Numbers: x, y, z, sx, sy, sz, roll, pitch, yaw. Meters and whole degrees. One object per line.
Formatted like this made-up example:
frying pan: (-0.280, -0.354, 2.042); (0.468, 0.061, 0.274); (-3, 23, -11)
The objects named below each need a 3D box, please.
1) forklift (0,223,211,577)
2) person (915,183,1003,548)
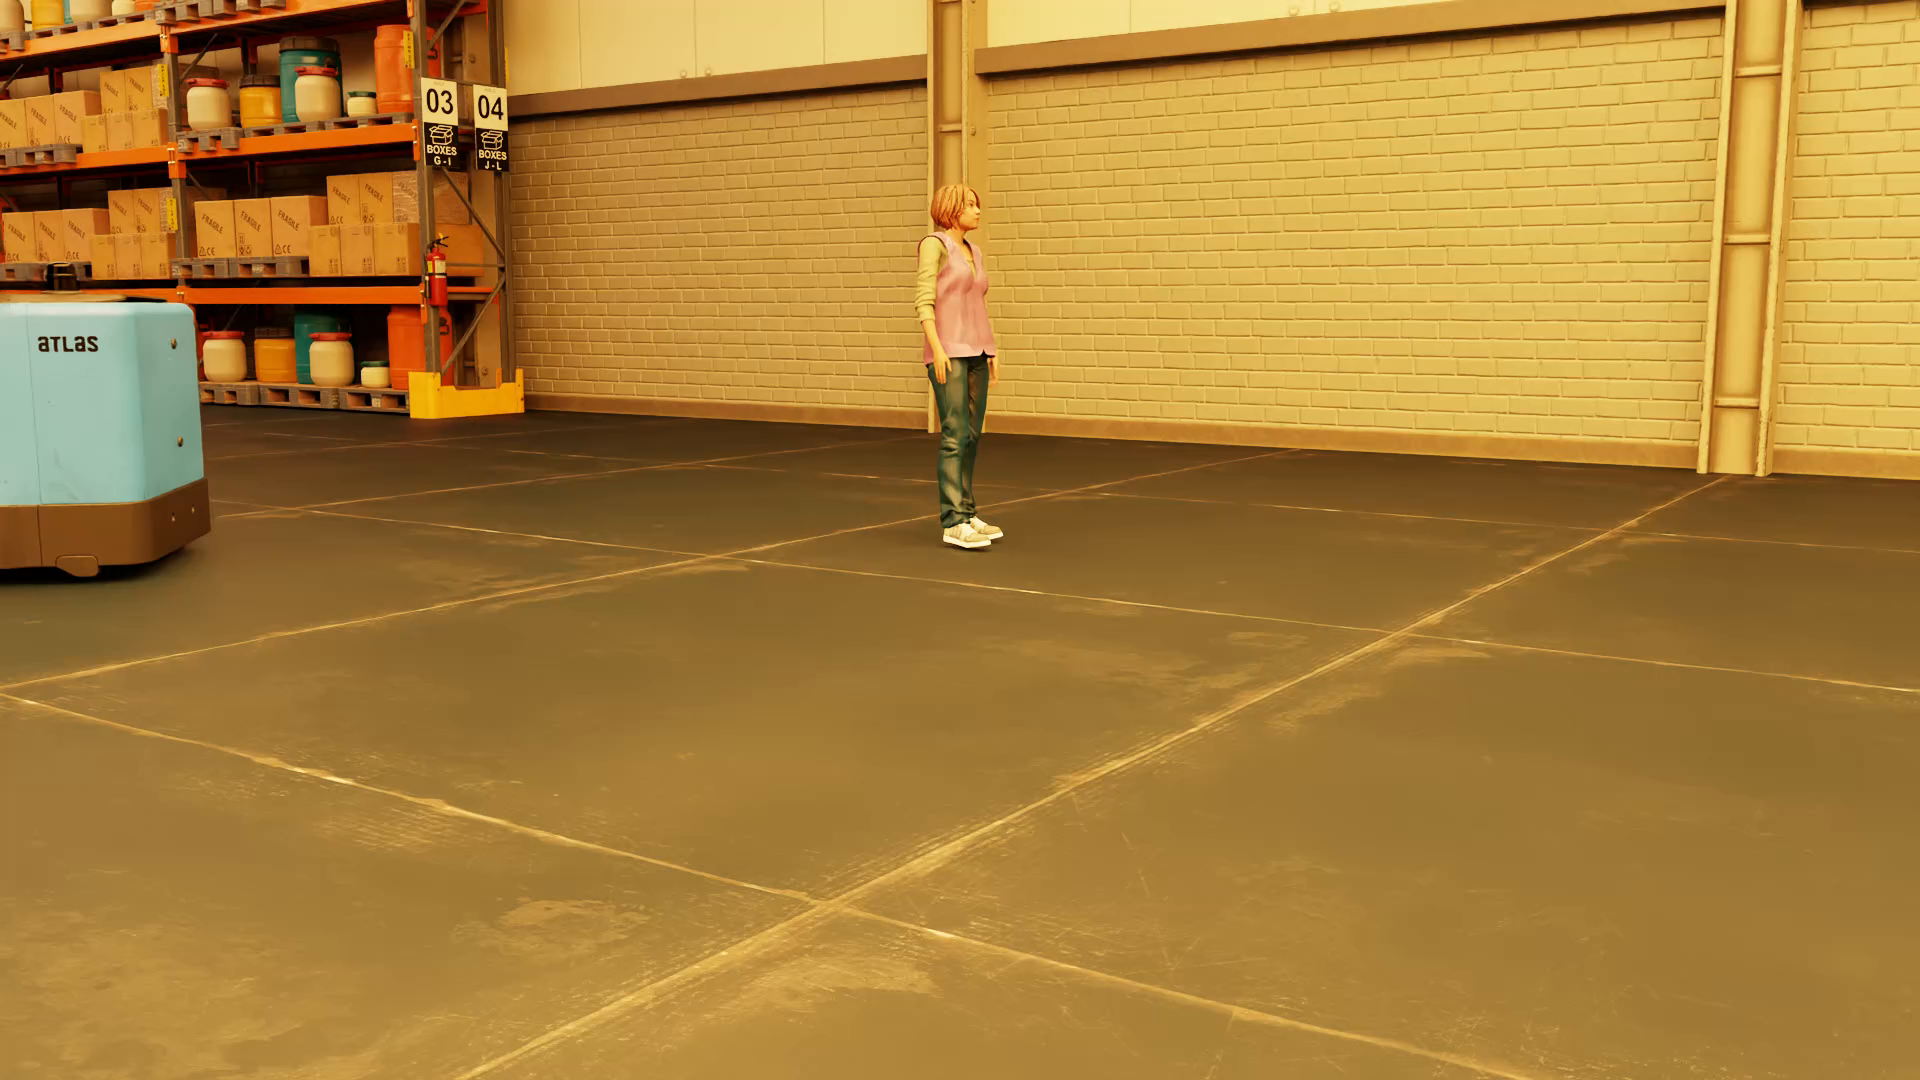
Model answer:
forklift: (-4.722, -1.318, 6.464); (3.031, 2.935, 1.130); (-2, 8, -11)
person: (0.054, -0.791, 7.437); (0.473, 1.599, 0.520); (5, 10, 34)
